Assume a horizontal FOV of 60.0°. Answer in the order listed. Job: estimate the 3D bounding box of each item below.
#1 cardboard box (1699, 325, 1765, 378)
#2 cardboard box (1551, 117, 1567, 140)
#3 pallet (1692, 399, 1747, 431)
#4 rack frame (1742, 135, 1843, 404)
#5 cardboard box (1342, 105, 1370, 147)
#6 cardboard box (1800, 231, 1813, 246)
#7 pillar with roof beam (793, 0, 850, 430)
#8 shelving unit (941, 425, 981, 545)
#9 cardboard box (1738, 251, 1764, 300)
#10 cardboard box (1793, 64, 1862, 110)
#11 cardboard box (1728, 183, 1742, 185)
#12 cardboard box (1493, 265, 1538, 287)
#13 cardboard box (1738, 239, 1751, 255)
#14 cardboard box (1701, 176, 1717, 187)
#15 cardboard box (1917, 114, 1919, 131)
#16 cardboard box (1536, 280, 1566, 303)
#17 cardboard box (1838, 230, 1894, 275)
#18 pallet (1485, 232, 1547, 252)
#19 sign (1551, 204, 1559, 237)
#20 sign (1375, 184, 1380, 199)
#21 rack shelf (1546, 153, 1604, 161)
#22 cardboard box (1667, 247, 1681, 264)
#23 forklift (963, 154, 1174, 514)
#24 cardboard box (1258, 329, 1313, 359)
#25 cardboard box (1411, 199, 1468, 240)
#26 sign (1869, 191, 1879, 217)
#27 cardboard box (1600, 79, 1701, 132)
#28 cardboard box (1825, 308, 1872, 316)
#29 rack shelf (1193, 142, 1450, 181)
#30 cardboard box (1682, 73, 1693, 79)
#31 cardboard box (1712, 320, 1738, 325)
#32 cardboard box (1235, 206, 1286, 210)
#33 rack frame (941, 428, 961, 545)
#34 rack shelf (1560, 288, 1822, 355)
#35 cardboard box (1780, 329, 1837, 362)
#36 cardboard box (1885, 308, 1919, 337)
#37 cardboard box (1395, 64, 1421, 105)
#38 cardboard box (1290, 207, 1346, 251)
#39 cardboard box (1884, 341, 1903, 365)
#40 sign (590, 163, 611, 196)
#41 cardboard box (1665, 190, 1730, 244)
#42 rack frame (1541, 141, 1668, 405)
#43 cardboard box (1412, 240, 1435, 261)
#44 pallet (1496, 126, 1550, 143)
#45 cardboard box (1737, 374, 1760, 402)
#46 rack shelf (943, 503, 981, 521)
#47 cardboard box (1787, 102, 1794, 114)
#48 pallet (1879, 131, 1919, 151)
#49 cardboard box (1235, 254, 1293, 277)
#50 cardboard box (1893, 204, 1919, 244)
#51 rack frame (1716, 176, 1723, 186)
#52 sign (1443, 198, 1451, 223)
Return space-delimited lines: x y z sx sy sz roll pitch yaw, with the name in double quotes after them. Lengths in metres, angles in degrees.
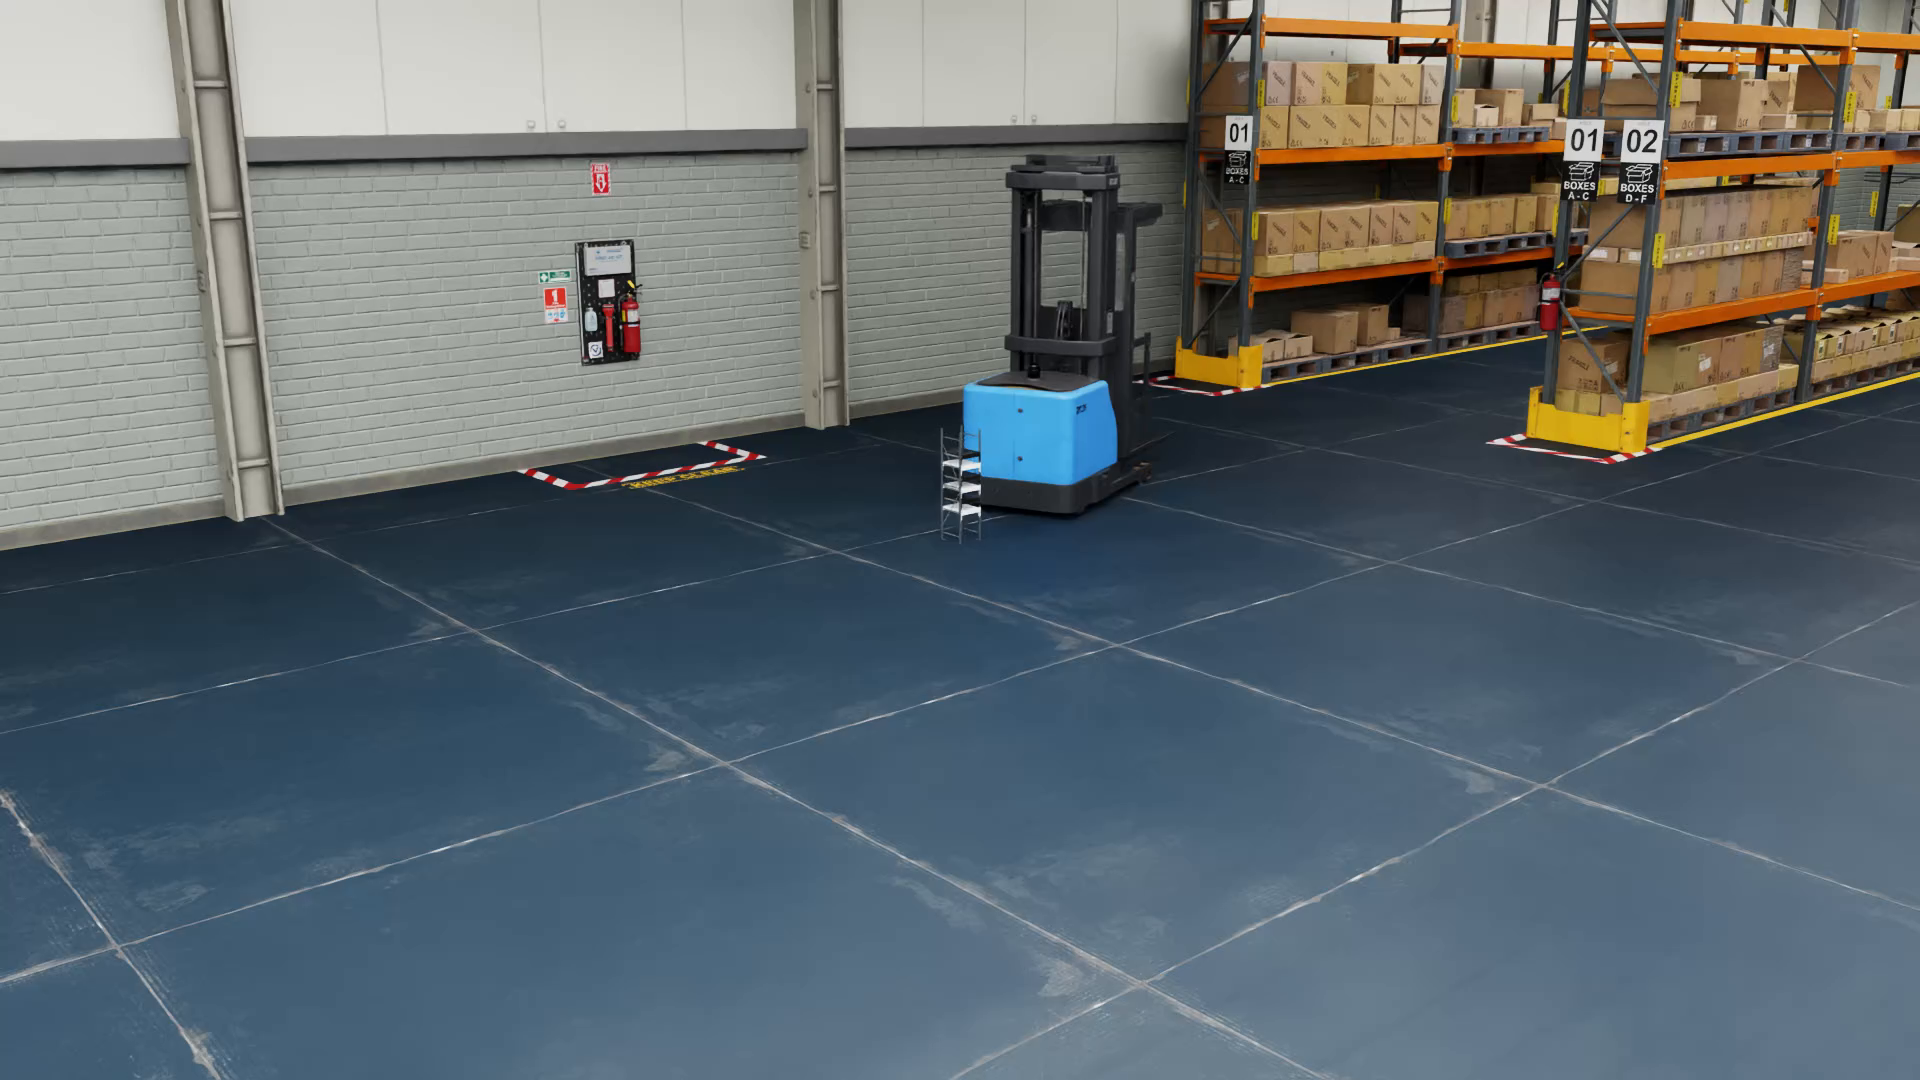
8.441 -2.071 18.253 0.500 0.500 0.500 -13 19 -39 "cardboard box"
8.804 -6.006 24.245 0.500 0.311 0.500 -13 19 -39 "cardboard box"
7.858 -1.442 18.240 1.213 0.211 1.003 -13 19 -39 "pallet"
9.407 -3.124 19.131 0.127 3.000 1.000 -13 19 -39 "rack frame"
4.759 -5.193 20.832 0.500 0.500 0.500 -11 19 -36 "cardboard box"
9.342 -3.398 18.706 0.250 0.149 0.380 -13 20 -39 "cardboard box"
1.394 -4.741 13.560 0.400 9.000 9.100 -13 19 -39 "pillar with roof beam"
0.006 -0.436 13.139 0.210 0.900 0.258 -13 20 -39 "shelving unit"
8.301 -2.921 18.178 0.500 0.500 0.700 -12 19 -39 "cardboard box"
9.898 -5.162 18.975 0.500 0.500 0.500 -12 19 -39 "cardboard box"
12.607 -5.676 28.106 0.700 0.700 0.980 -12 19 -39 "cardboard box"
8.189 -3.916 24.635 0.500 0.250 0.500 -12 19 -38 "cardboard box"
8.185 -3.137 17.731 0.250 0.149 0.380 -12 19 -38 "cardboard box"
12.003 -5.878 27.180 0.500 0.250 0.500 -12 19 -38 "cardboard box"
11.735 -5.201 20.572 0.500 0.250 0.500 -12 19 -38 "cardboard box"
8.661 -3.638 25.047 0.500 0.500 0.700 -12 19 -39 "cardboard box"
11.169 -3.562 20.579 0.500 0.500 0.500 -14 20 -42 "cardboard box"
7.703 -4.329 24.016 1.213 0.211 1.003 -13 19 -39 "pallet"
6.043 -3.228 16.819 0.005 0.325 0.100 -13 19 -39 "sign"
5.785 -4.754 22.992 0.005 0.325 0.100 -13 19 -39 "sign"
10.678 -6.205 26.250 4.000 0.370 1.077 -13 19 -39 "rack shelf"
7.024 -2.877 16.759 0.250 0.149 0.380 -13 20 -41 "cardboard box"
1.128 -1.964 14.925 1.130 2.935 3.031 7 17 26 "forklift"
4.146 -2.520 21.228 0.500 0.311 0.500 -11 18 -35 "cardboard box"
6.558 -4.428 22.968 0.500 0.500 0.700 -13 19 -39 "cardboard box"
12.061 -4.426 21.919 0.005 0.325 0.100 -13 19 -39 "sign"
6.825 -4.312 16.483 0.637 0.503 0.797 -11 18 -36 "cardboard box"
11.446 -2.824 21.439 0.500 0.311 0.500 -13 20 -41 "cardboard box"
4.643 -4.850 21.177 4.000 0.370 1.077 -13 19 -39 "rack shelf"
11.437 -7.391 26.797 0.500 0.250 0.500 -11 18 -35 "cardboard box"
8.479 -2.257 18.947 0.500 0.500 0.500 -13 19 -39 "cardboard box"
3.737 -3.914 20.889 0.500 0.500 0.500 -12 19 -39 "cardboard box"
-0.071 -0.419 13.075 0.006 0.900 0.240 -13 20 -39 "rack frame"
7.898 -2.437 17.956 4.000 0.370 1.077 -13 19 -39 "rack shelf"
9.882 -2.291 19.440 0.500 0.311 0.500 -13 19 -39 "cardboard box"
12.191 -2.810 21.385 0.500 0.311 0.500 -12 19 -38 "cardboard box"
5.543 -5.844 21.335 0.500 0.500 0.500 -11 19 -36 "cardboard box"
4.465 -3.900 20.836 0.500 0.500 0.500 -13 20 -41 "cardboard box"
11.420 -2.366 20.811 0.500 0.250 0.500 -12 19 -38 "cardboard box"
-3.392 -3.407 15.701 0.199 0.298 0.001 -13 19 -39 "sign"
7.563 -3.382 17.392 0.500 0.500 0.700 -13 19 -39 "cardboard box"
6.389 -2.446 16.595 0.127 3.000 1.000 -13 19 -39 "rack frame"
5.994 -3.885 22.235 0.500 0.250 0.500 -13 19 -39 "cardboard box"
7.468 -5.706 23.350 1.003 0.211 1.213 -13 19 -39 "pallet"
8.449 -1.707 18.341 0.500 0.250 0.500 -13 19 -39 "cardboard box"
0.006 -0.230 13.194 0.200 0.077 0.258 -13 20 -39 "rack shelf"
14.045 -7.395 28.593 0.500 0.250 0.500 -13 20 -41 "cardboard box"
11.129 -4.837 20.099 1.213 0.211 1.003 -12 19 -37 "pallet"
3.711 -3.368 20.297 0.500 0.250 0.500 -13 20 -41 "cardboard box"
12.825 -4.181 22.083 0.700 0.500 0.500 8 17 28 "cardboard box"
12.187 -5.443 27.813 0.127 3.000 1.000 -13 19 -39 "rack frame"
6.514 -4.401 22.237 0.005 0.325 0.100 -13 19 -39 "sign"
